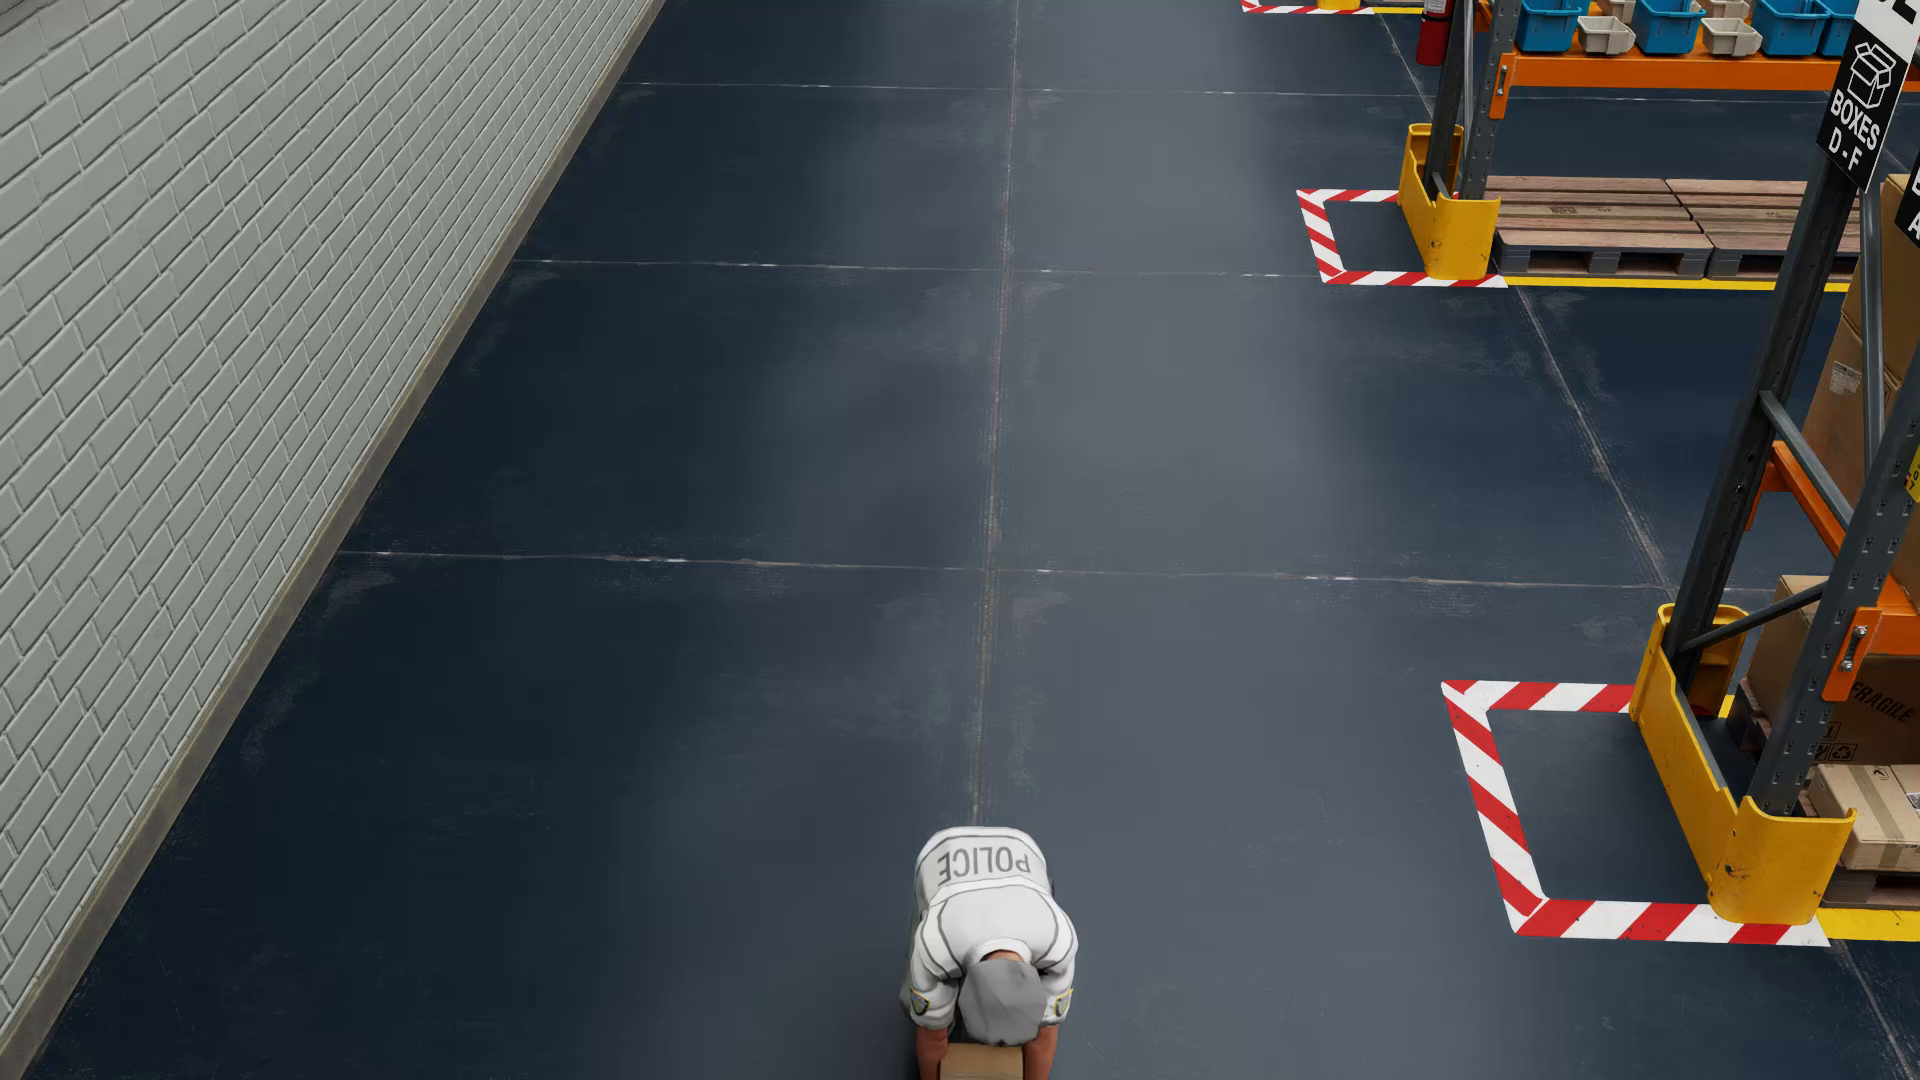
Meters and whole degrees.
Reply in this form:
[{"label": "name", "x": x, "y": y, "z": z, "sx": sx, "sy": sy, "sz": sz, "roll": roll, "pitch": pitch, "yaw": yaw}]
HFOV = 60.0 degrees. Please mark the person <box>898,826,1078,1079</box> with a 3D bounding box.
[{"label": "person", "x": 0.080, "y": 1.336, "z": 5.141, "sx": 0.542, "sy": 0.906, "sz": 0.986, "roll": 1, "pitch": 35, "yaw": 1}]
